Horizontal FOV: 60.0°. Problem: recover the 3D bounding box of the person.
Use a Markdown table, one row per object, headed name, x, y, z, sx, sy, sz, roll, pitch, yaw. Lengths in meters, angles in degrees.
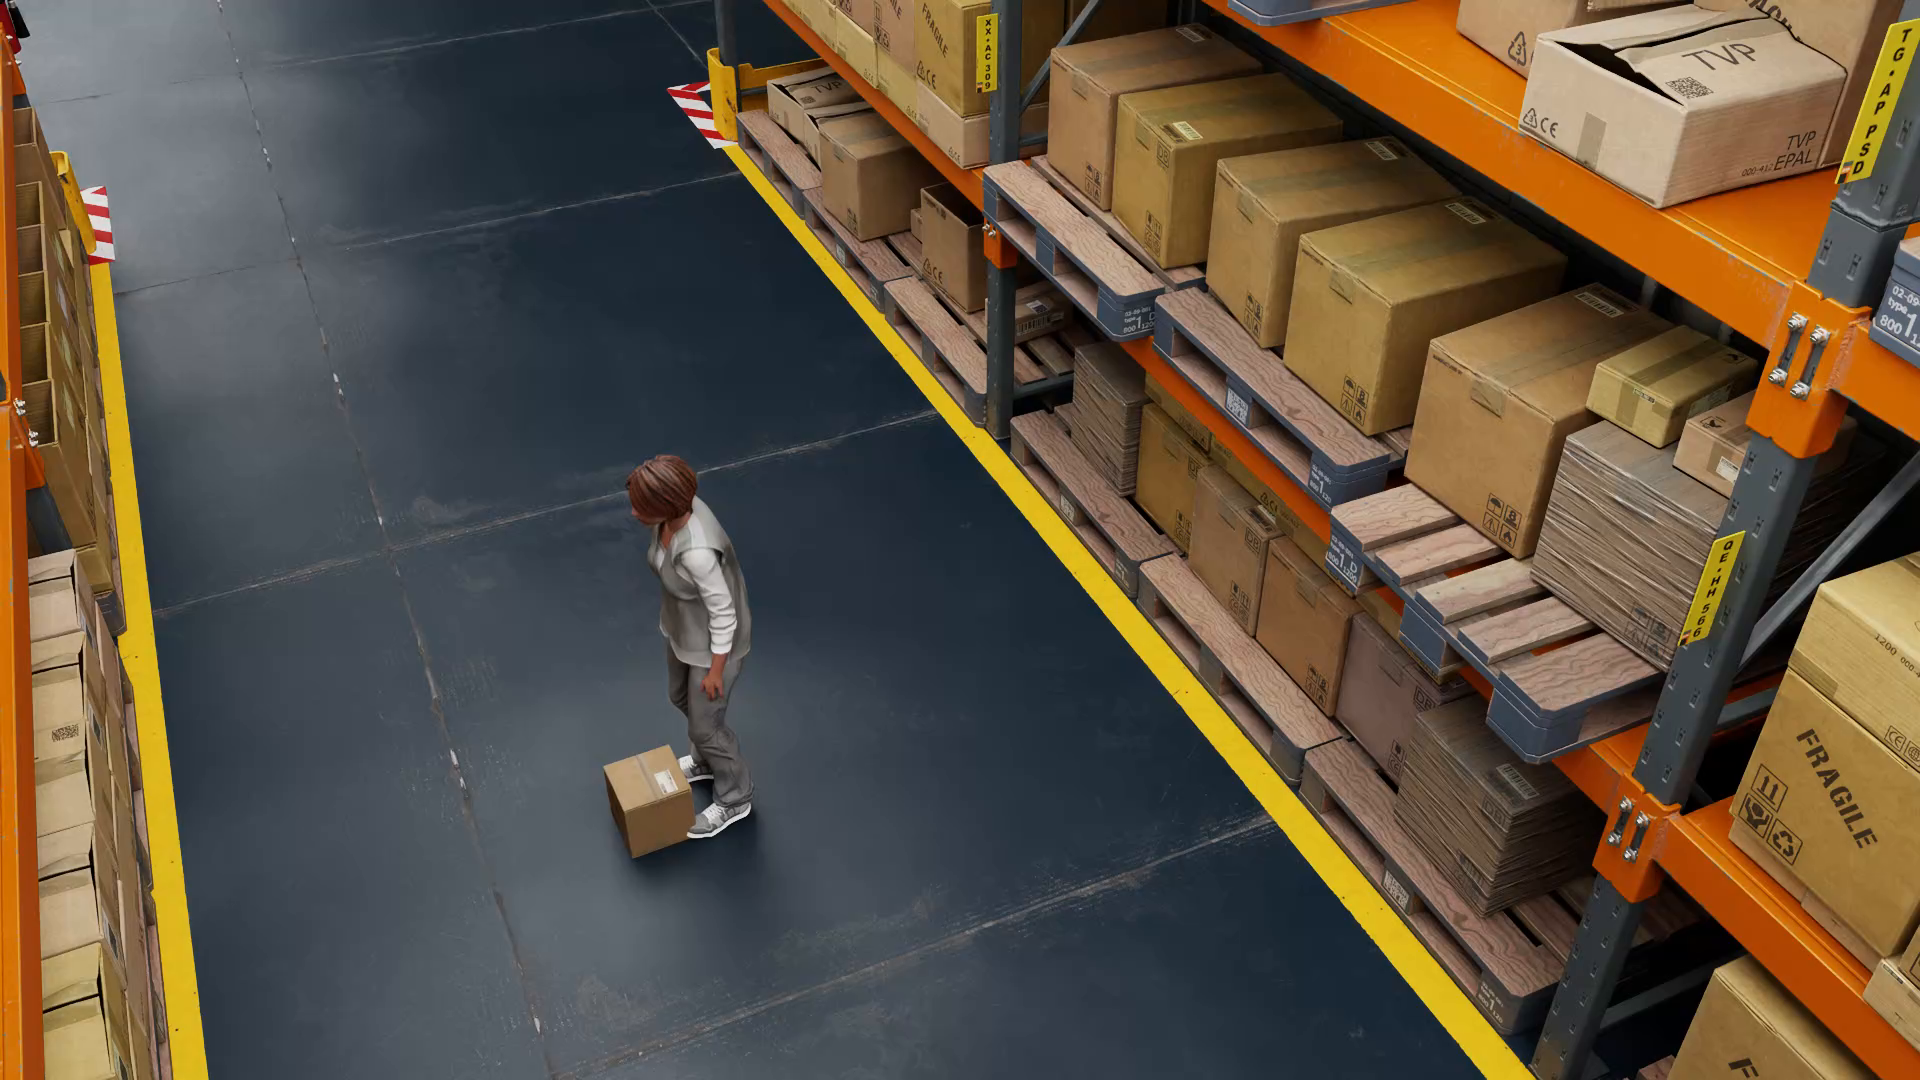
| name | x | y | z | sx | sy | sz | roll | pitch | yaw |
| --- | --- | --- | --- | --- | --- | --- | --- | --- | --- |
| person | -0.902 | 0.348 | 5.712 | 0.345 | 1.592 | 0.477 | -18 | 41 | -22 |
